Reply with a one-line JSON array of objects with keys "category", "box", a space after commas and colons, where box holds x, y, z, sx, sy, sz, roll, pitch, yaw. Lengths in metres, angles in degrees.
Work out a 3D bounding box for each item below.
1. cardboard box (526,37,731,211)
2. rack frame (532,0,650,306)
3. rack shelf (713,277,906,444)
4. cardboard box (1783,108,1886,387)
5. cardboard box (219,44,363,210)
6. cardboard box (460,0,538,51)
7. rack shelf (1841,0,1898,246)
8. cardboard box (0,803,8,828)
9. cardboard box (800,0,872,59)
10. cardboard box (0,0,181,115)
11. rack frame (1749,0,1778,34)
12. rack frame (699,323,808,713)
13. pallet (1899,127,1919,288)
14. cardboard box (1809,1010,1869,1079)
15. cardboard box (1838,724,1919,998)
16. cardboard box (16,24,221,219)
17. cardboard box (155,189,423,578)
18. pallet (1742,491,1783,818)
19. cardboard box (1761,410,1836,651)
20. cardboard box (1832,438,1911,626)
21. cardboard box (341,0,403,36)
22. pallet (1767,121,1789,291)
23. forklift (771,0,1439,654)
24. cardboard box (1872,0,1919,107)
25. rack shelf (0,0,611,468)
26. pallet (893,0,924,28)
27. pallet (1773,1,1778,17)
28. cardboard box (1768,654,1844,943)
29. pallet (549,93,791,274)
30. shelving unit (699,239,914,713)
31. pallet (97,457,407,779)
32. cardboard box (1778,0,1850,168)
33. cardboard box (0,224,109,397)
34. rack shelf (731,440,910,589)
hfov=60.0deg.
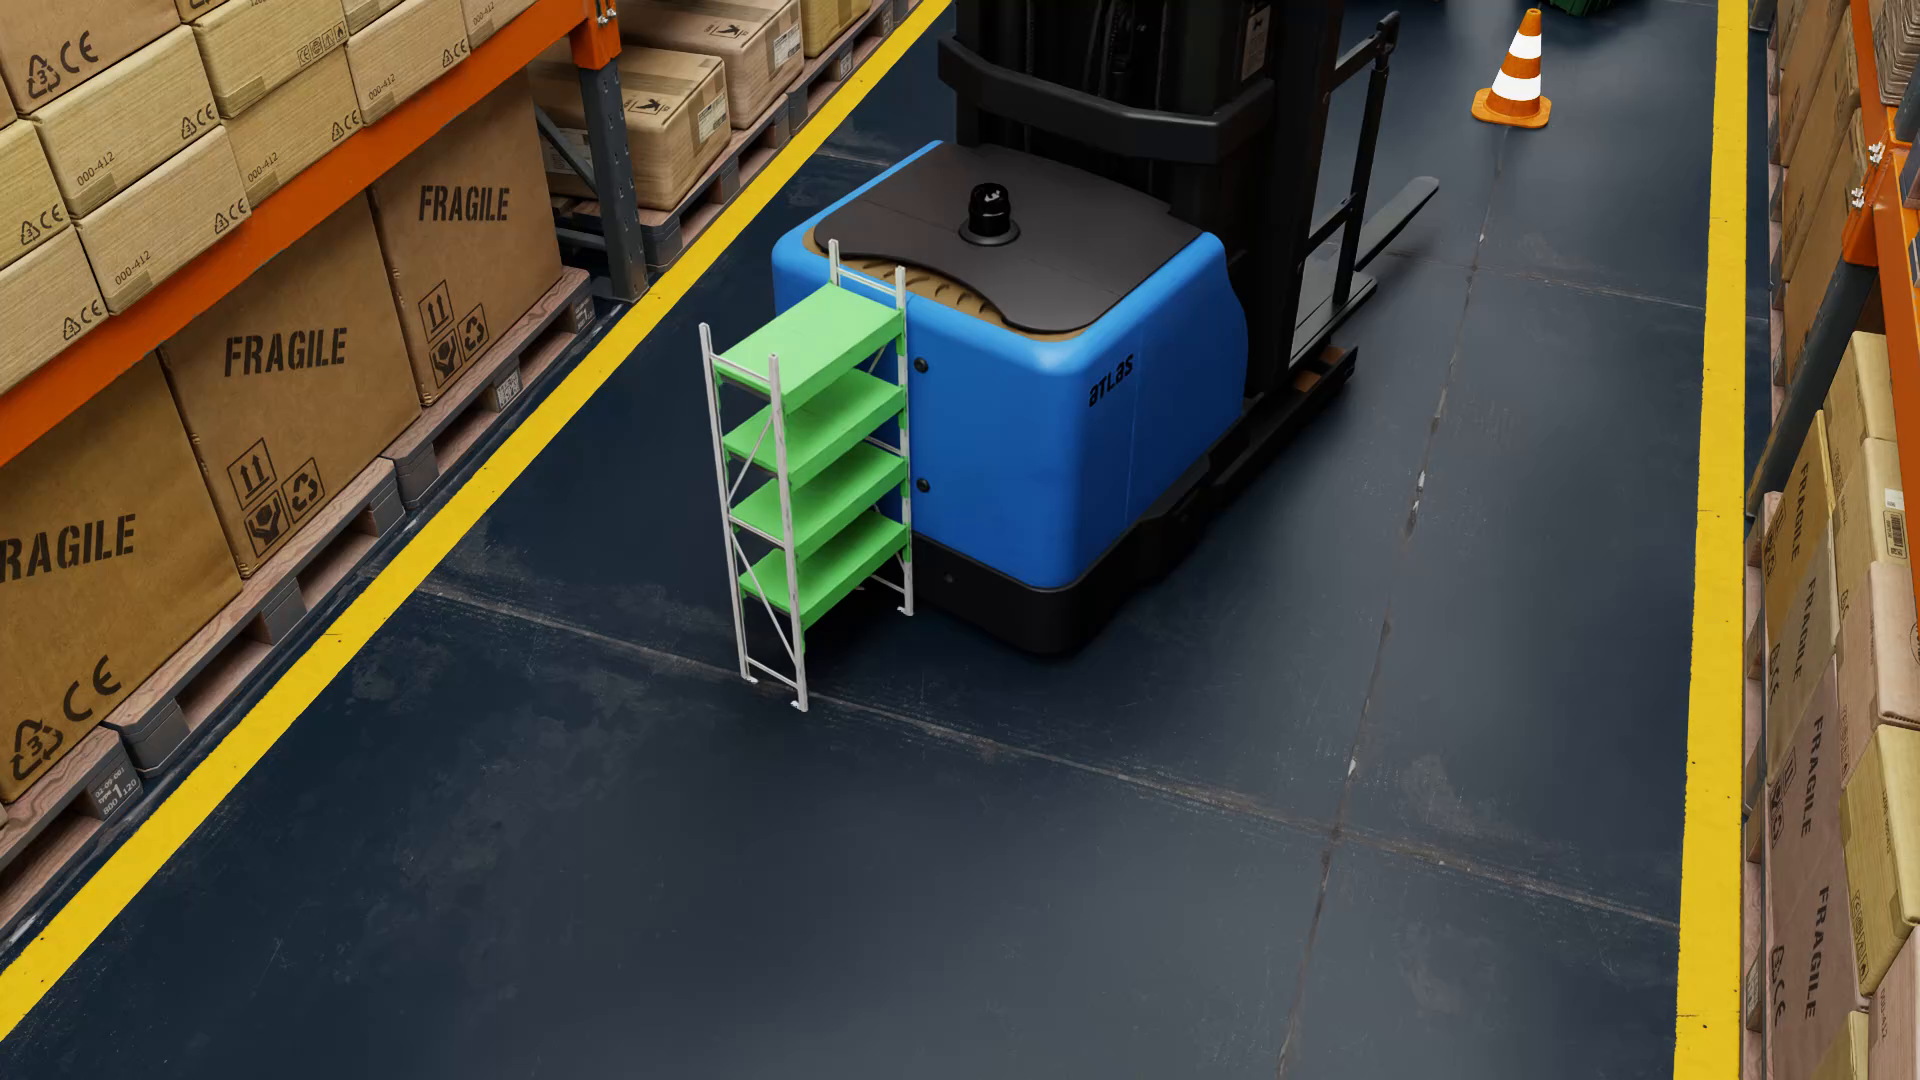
[{"category": "cardboard box", "box": [-1.476, -1.676, 6.604, 0.950, 0.372, 0.625, 11, 42, 12]}, {"category": "rack frame", "box": [-1.679, -2.173, 5.486, 1.000, 3.000, 0.127, 13, 42, 15]}, {"category": "rack shelf", "box": [-0.384, -0.464, 4.228, 0.258, 0.148, 0.480, 25, 47, 27]}, {"category": "cardboard box", "box": [3.300, -0.792, 5.277, 1.050, 0.750, 0.750, 13, 42, 14]}, {"category": "cardboard box", "box": [-1.955, -1.132, 4.381, 0.500, 0.250, 0.500, 13, 42, 15]}, {"category": "cardboard box", "box": [-1.608, -1.750, 5.106, 0.500, 0.250, 0.500, 12, 42, 14]}, {"category": "rack shelf", "box": [3.691, -2.083, 5.934, 1.077, 0.370, 4.000, 13, 42, 15]}, {"category": "cardboard box", "box": [-2.910, 0.519, 3.644, 0.875, 0.875, 0.875, 15, 43, 16]}, {"category": "cardboard box", "box": [-0.967, -2.589, 7.675, 0.950, 0.372, 0.625, 15, 43, 17]}, {"category": "cardboard box", "box": [-2.134, -1.295, 3.610, 0.500, 0.500, 0.500, 13, 42, 14]}, {"category": "rack frame", "box": [4.375, -3.576, 7.130, 1.000, 3.000, 0.127, 13, 42, 15]}, {"category": "rack frame", "box": [-0.529, -0.020, 4.348, 0.240, 1.200, 0.015, 25, 47, 27]}, {"category": "pallet", "box": [2.864, -0.605, 3.796, 1.213, 0.211, 1.003, 13, 42, 15]}, {"category": "cardboard box", "box": [1.832, 1.274, 3.048, 0.500, 0.500, 0.500, 12, 42, 14]}, {"category": "cardboard box", "box": [2.012, 0.663, 3.187, 0.500, 0.250, 0.500, 12, 42, 13]}, {"category": "cardboard box", "box": [-2.111, -1.008, 3.850, 0.500, 0.250, 0.500, 12, 42, 14]}, {"category": "cardboard box", "box": [-2.302, -0.579, 4.931, 0.875, 0.875, 0.875, 14, 42, 16]}, {"category": "pallet", "box": [2.739, 0.401, 4.618, 1.003, 0.211, 1.213, 13, 42, 15]}, {"category": "cardboard box", "box": [2.526, 0.030, 4.507, 0.500, 0.500, 0.500, 12, 42, 13]}, {"category": "cardboard box", "box": [2.371, 0.046, 3.910, 0.500, 0.250, 0.500, 13, 42, 15]}, {"category": "cardboard box", "box": [-1.778, -1.641, 4.593, 0.500, 0.250, 0.500, 12, 42, 14]}, {"category": "pallet", "box": [3.766, -1.281, 6.589, 1.003, 0.211, 1.213, 13, 42, 15]}, {"category": "forklift", "box": [0.736, -1.701, 4.986, 1.130, 2.935, 3.031, 25, 47, 27]}, {"category": "cardboard box", "box": [2.909, -1.509, 4.630, 0.500, 0.500, 0.500, 13, 42, 15]}, {"category": "rack shelf", "box": [-2.363, -0.680, 4.290, 1.077, 0.370, 4.000, 13, 42, 15]}, {"category": "pallet", "box": [-0.576, -3.077, 8.694, 1.003, 0.211, 1.213, 13, 42, 15]}, {"category": "pallet", "box": [4.709, -2.962, 8.559, 1.003, 0.211, 1.213, 13, 42, 15]}, {"category": "cardboard box", "box": [2.186, 0.651, 3.778, 0.500, 0.500, 0.500, 12, 42, 14]}, {"category": "pallet", "box": [-1.410, -1.589, 6.950, 1.003, 0.211, 1.213, 13, 42, 15]}, {"category": "shelving unit", "box": [-0.384, -0.147, 4.498, 0.258, 1.200, 0.503, 25, 47, 27]}, {"category": "pallet", "box": [-2.438, 0.093, 4.978, 1.003, 0.211, 1.213, 13, 42, 15]}, {"category": "cardboard box", "box": [3.914, -1.894, 6.569, 1.050, 0.750, 0.750, 13, 42, 15]}, {"category": "cardboard box", "box": [-2.283, -0.511, 3.654, 0.500, 0.250, 0.500, 13, 42, 15]}, {"category": "rack shelf", "box": [-0.384, -0.099, 4.540, 0.258, 0.148, 0.480, 25, 47, 27]}]
